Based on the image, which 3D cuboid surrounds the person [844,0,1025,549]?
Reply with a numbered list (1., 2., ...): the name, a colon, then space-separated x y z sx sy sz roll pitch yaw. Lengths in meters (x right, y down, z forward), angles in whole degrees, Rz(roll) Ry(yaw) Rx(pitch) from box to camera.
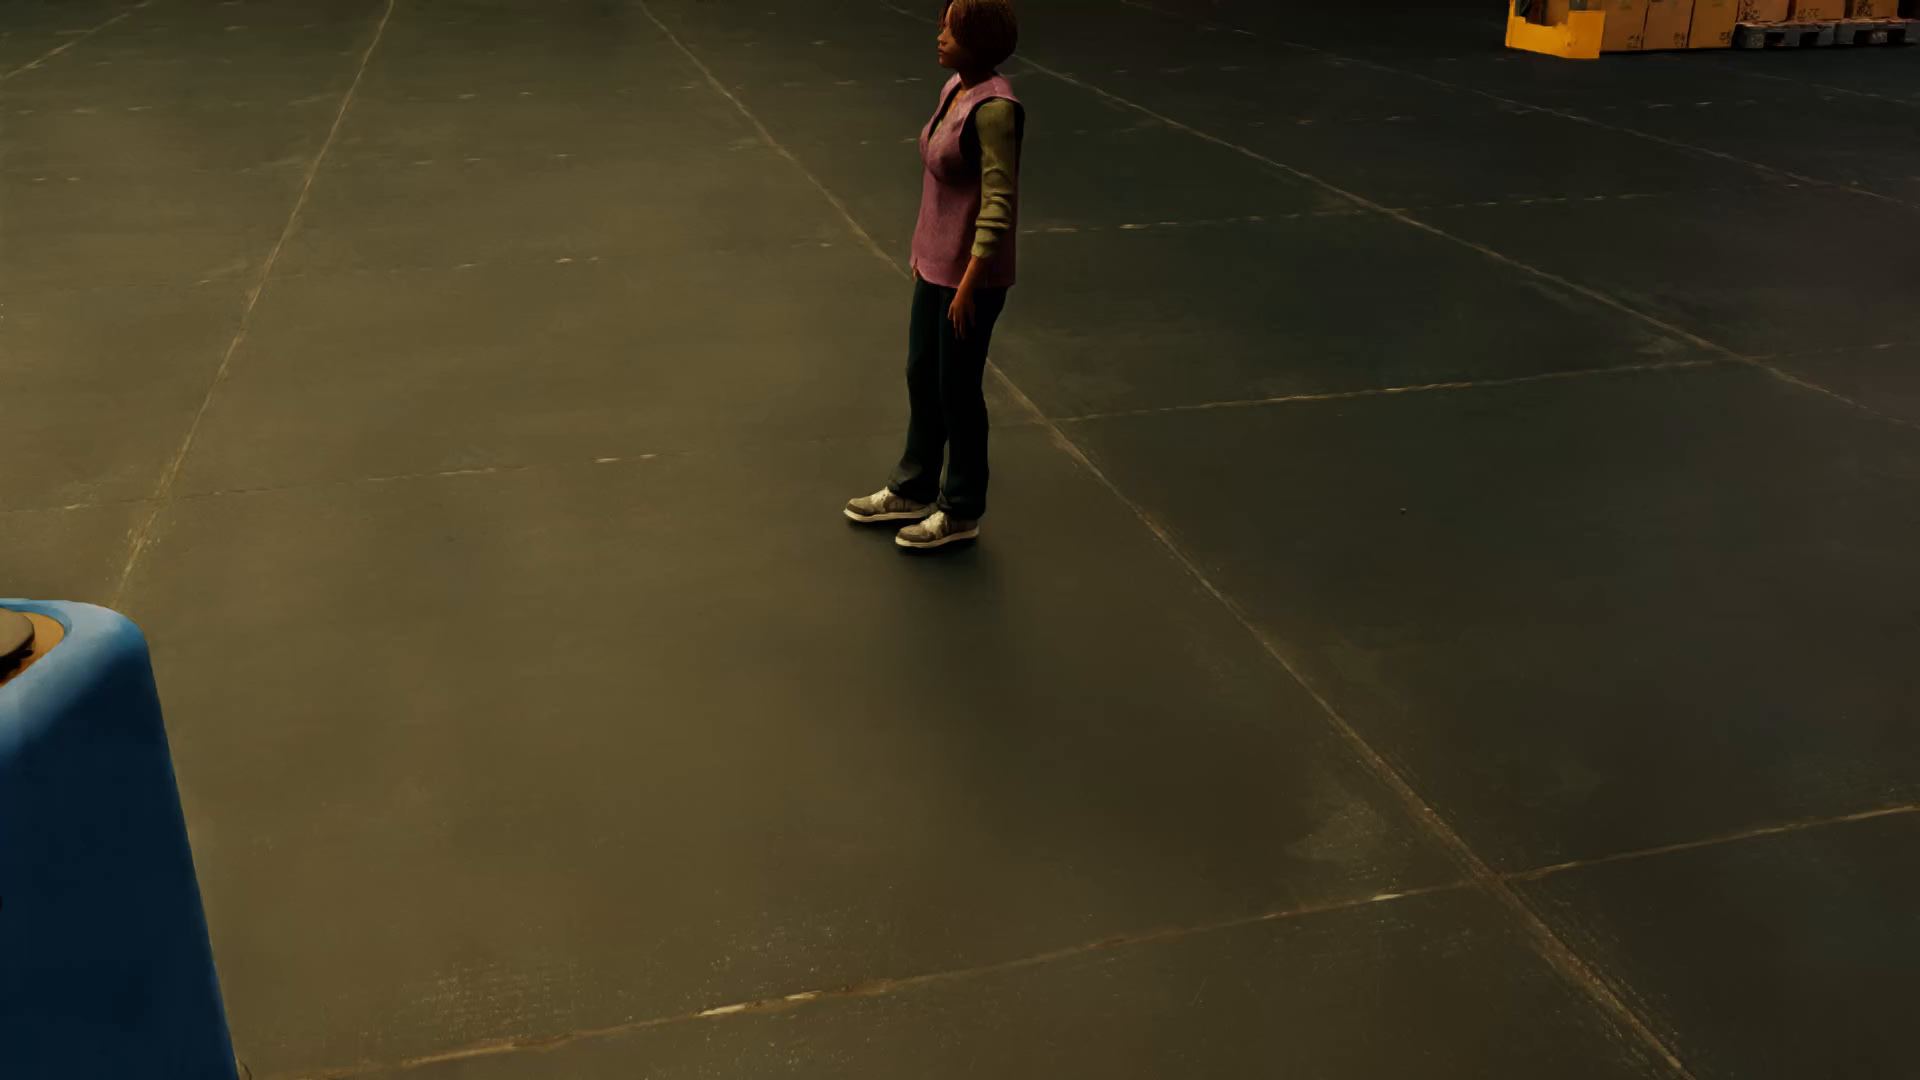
1. person: -0.075 -0.739 4.732 0.474 1.597 0.520 -6 24 -14
